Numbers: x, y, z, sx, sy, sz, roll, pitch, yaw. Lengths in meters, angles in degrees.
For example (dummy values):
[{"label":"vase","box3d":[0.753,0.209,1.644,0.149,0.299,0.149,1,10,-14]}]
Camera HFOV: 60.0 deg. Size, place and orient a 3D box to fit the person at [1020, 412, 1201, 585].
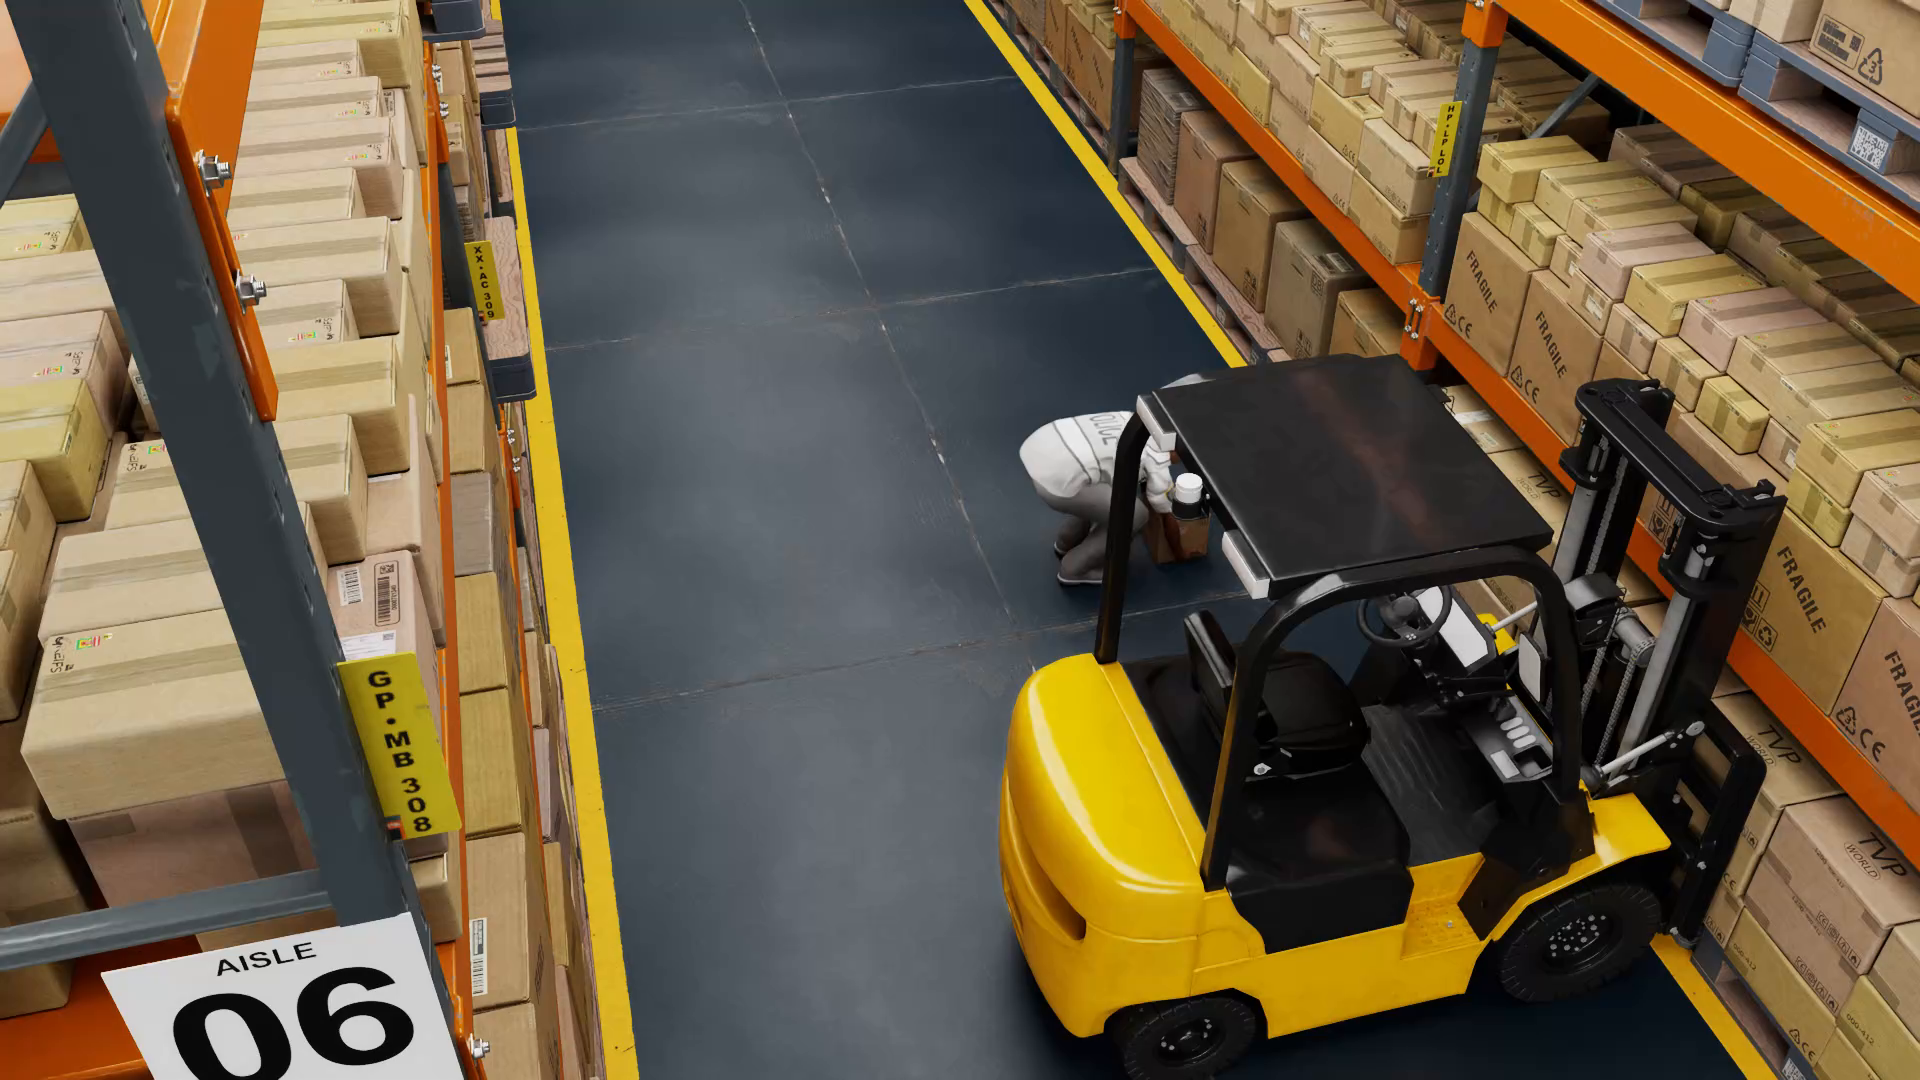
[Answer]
[{"label":"person","box3d":[0.729,-0.220,7.711,0.922,0.813,0.455,-11,40,-13]}]
